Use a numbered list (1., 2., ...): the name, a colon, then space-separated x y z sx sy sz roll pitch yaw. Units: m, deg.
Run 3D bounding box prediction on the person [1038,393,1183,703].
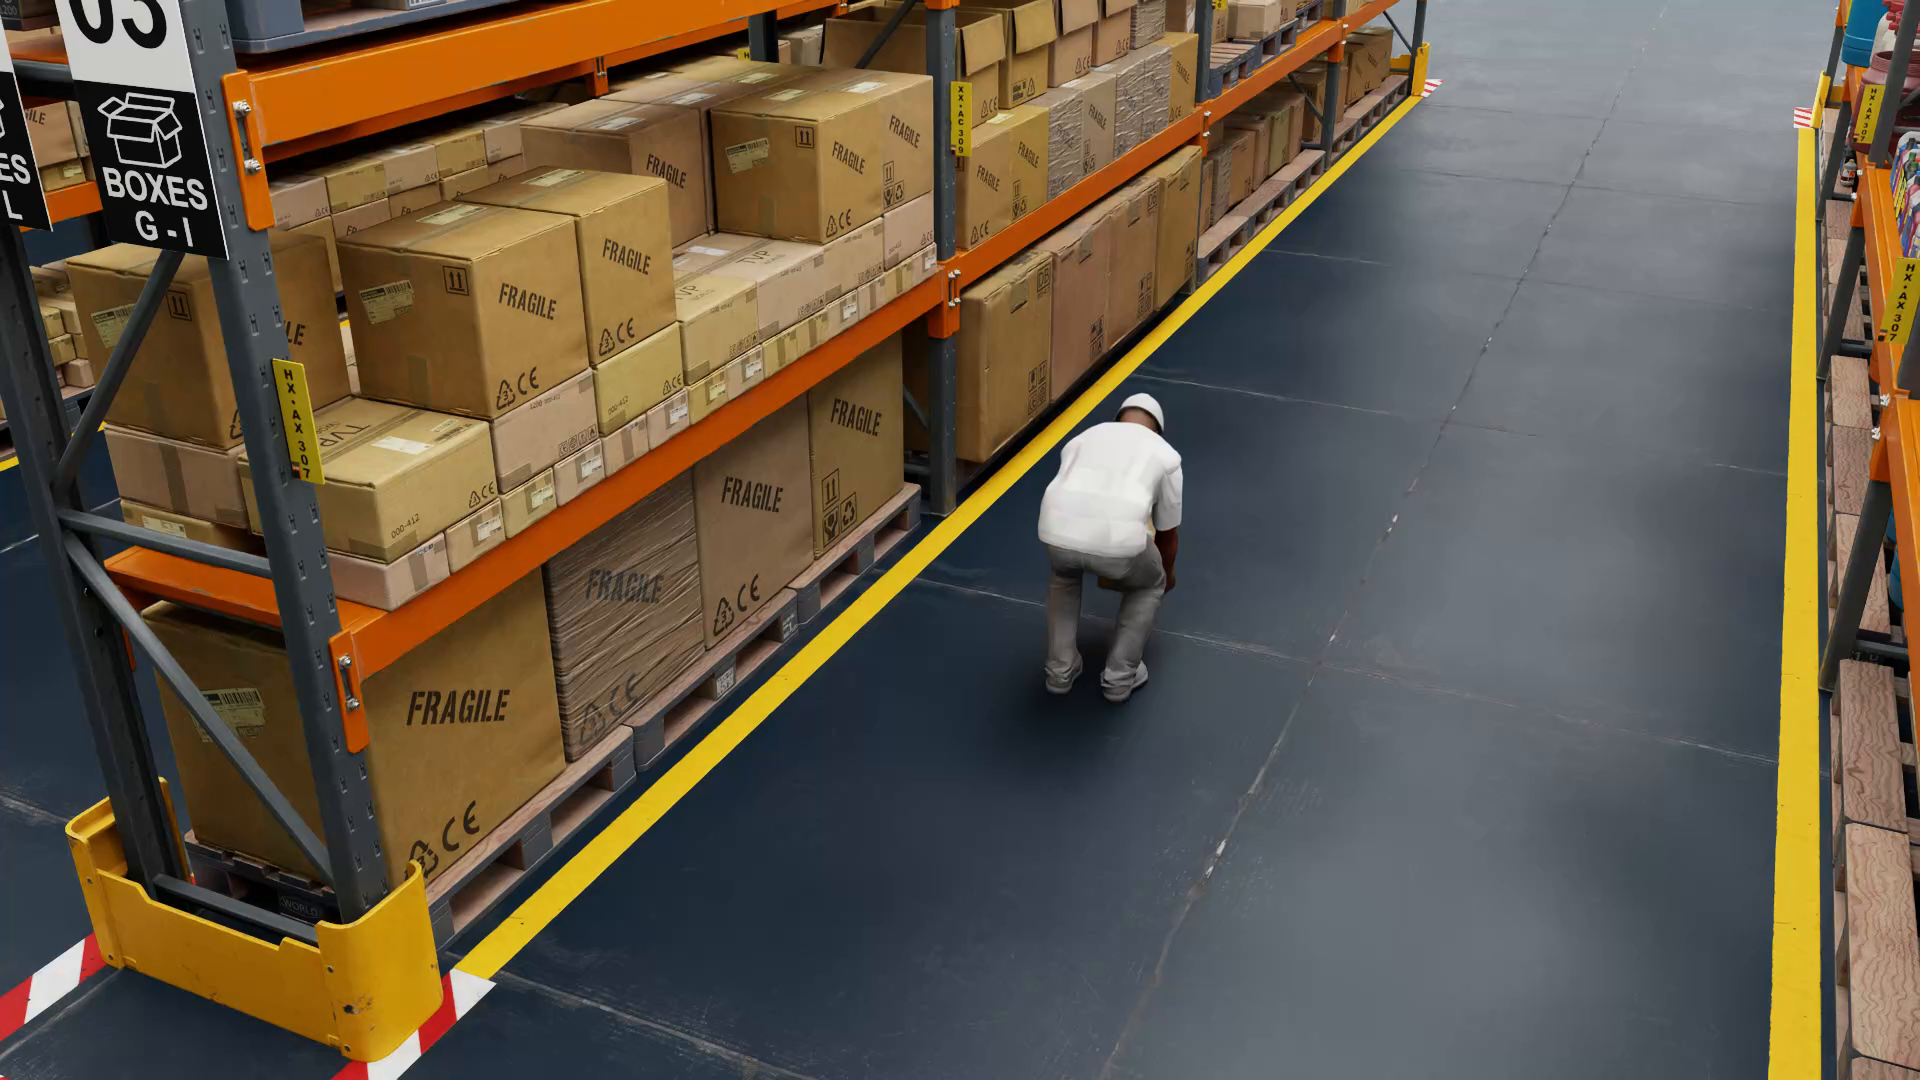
1. person: 0.613 0.040 6.780 0.508 1.085 0.966 10 28 19
